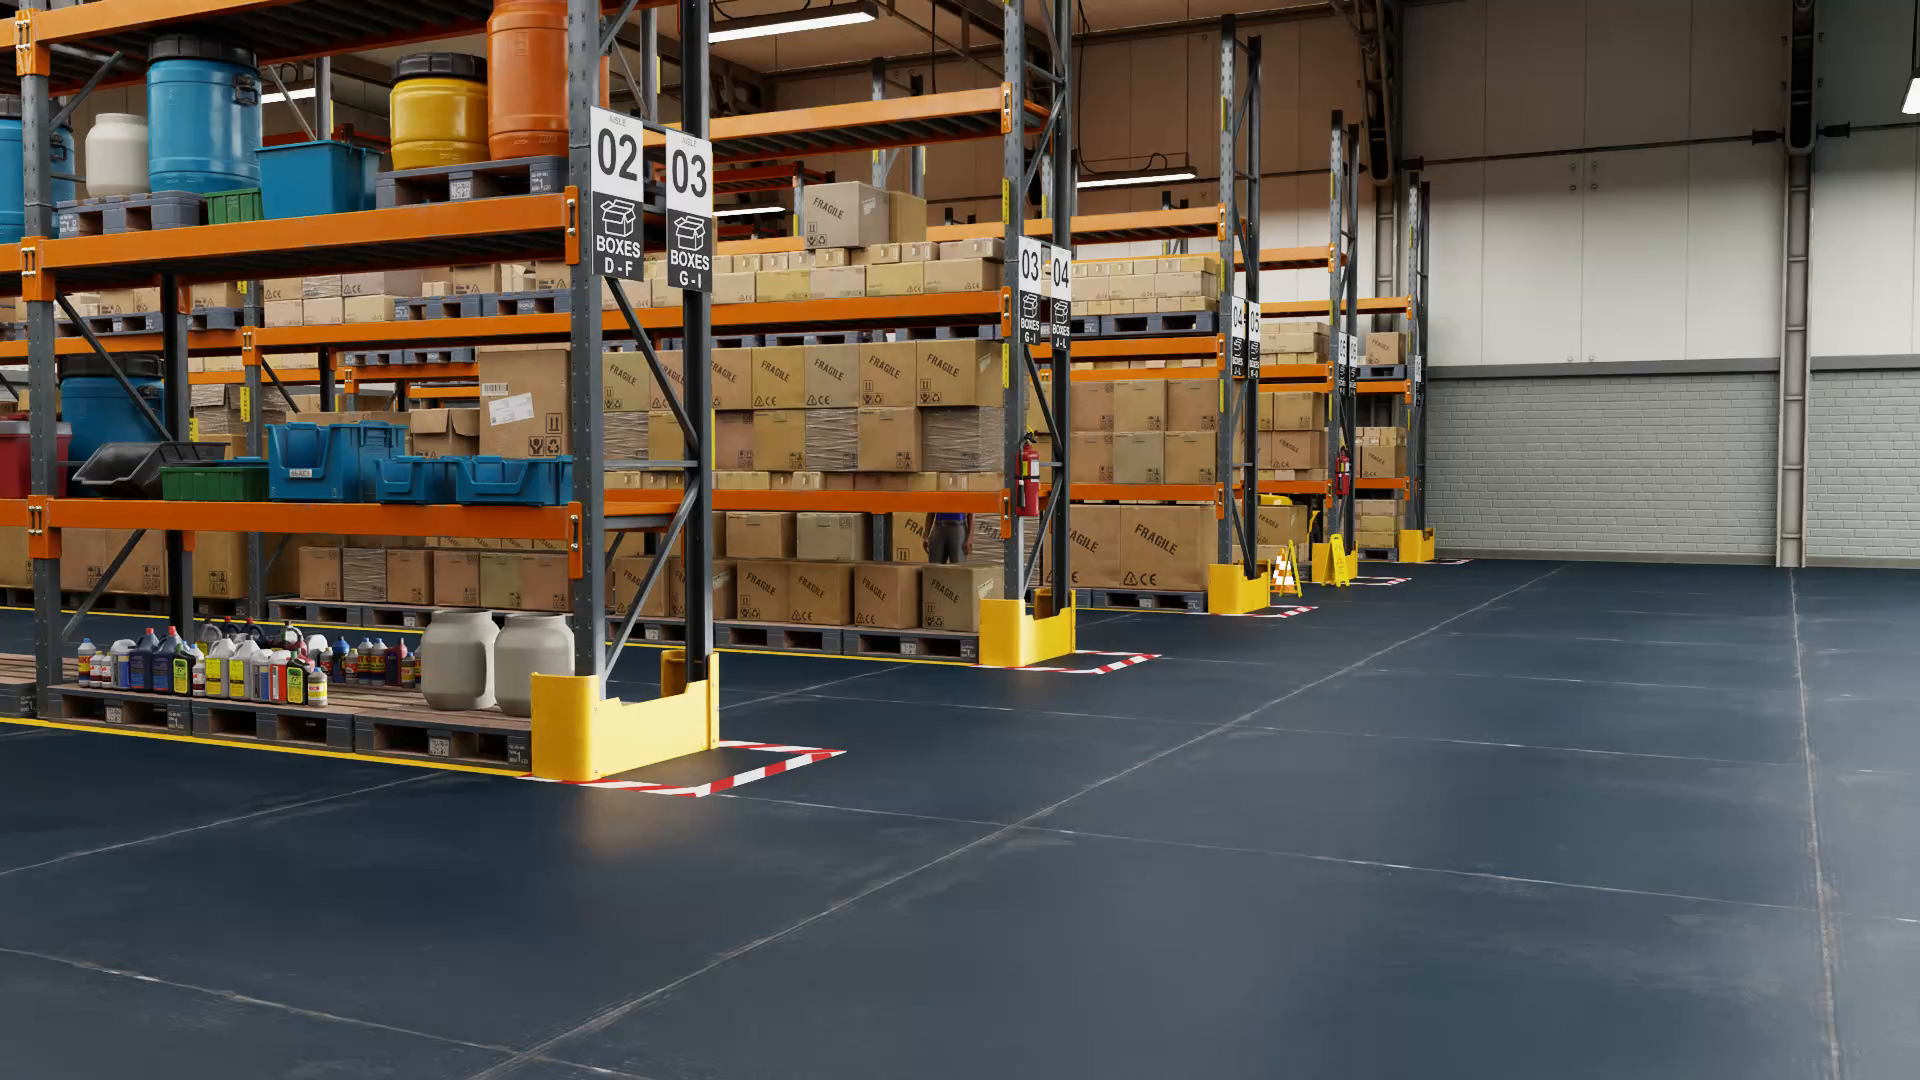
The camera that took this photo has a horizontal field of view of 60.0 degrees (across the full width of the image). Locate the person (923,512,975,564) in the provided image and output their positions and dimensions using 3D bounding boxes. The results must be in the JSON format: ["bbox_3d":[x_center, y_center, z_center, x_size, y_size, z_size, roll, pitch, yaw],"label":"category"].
[{"bbox_3d":[-0.101,-0.042,15.177,0.493,1.586,0.349,1,3,26],"label":"person"}]
